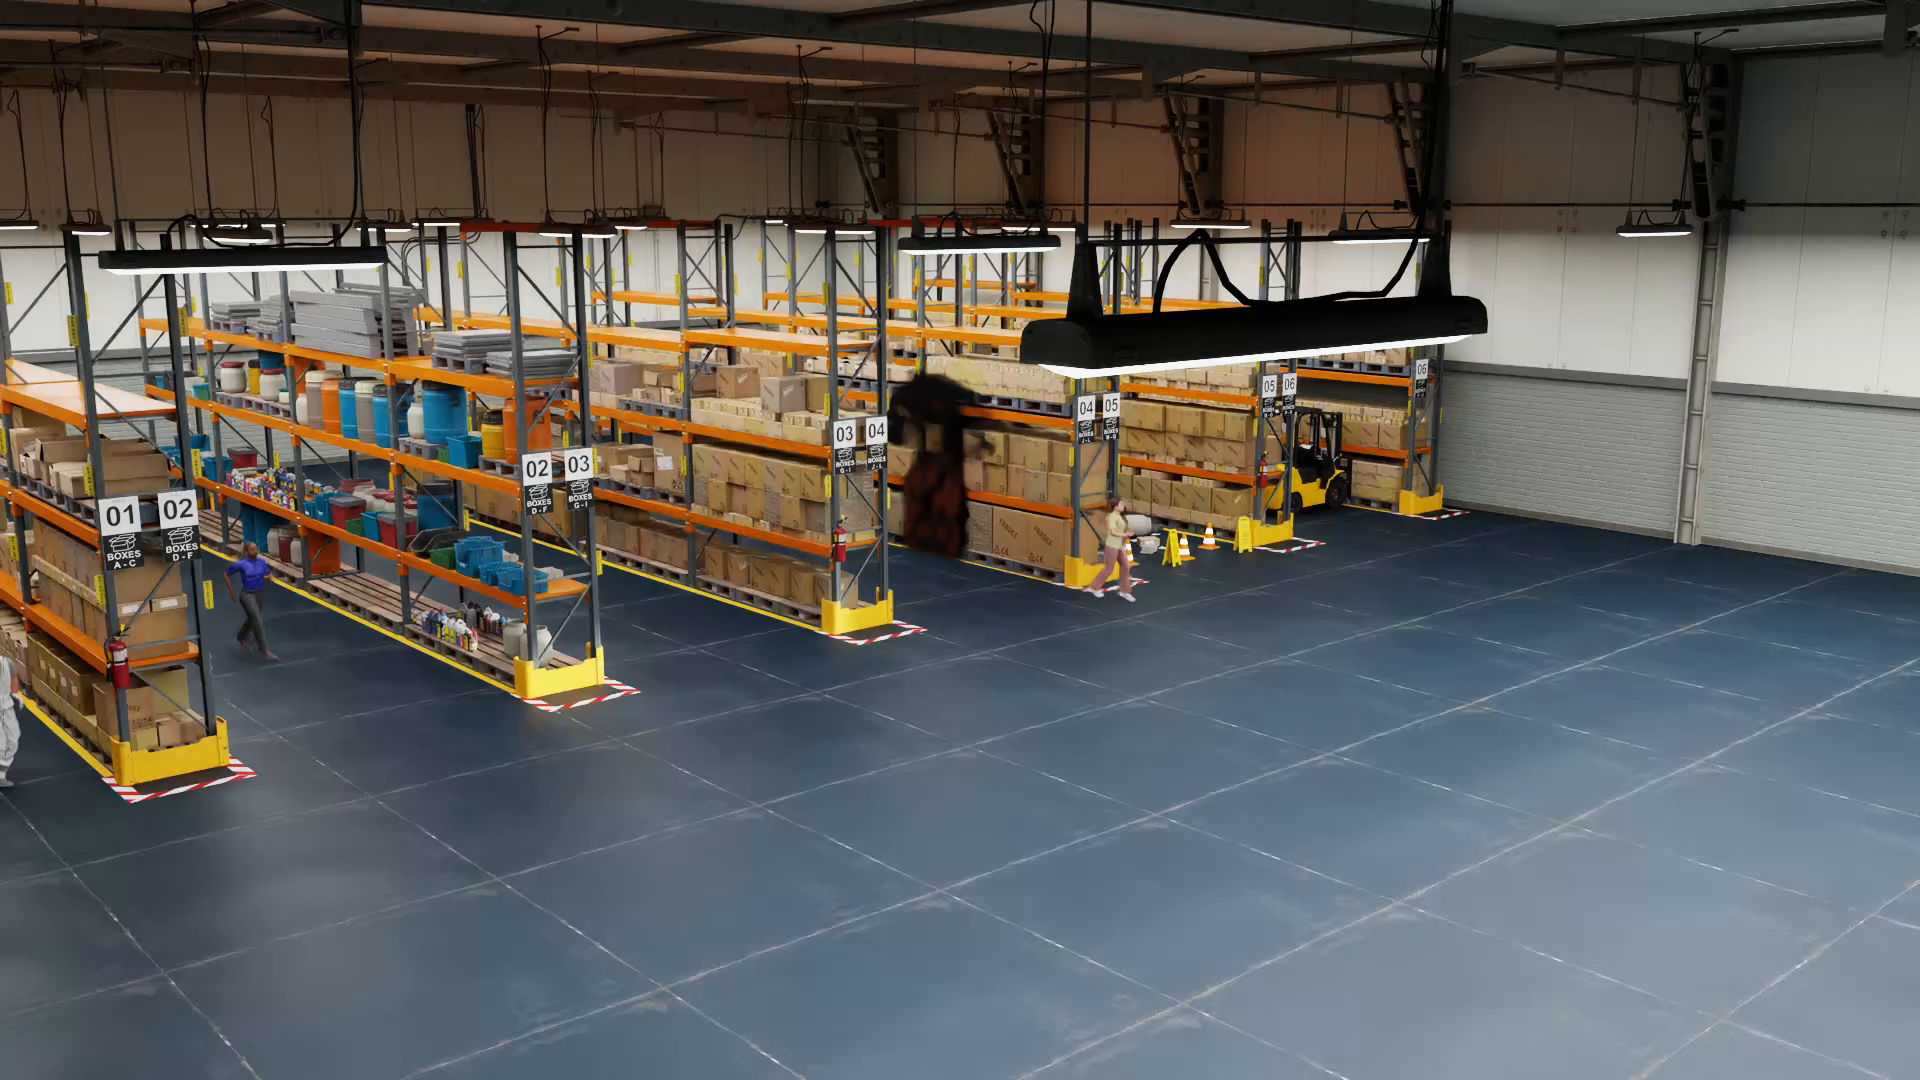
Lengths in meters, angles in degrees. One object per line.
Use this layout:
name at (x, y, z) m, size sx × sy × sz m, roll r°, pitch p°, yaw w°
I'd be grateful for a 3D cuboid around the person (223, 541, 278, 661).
person at (-10.001, 0.834, 23.473) m, size 0.900 × 1.676 × 0.559 m, roll 6°, pitch 13°, yaw 26°

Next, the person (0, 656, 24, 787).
person at (-10.676, 1.869, 18.331) m, size 0.614 × 1.722 × 0.671 m, roll 7°, pitch 13°, yaw 30°

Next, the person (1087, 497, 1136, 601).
person at (2.469, 0.150, 26.909) m, size 0.790 × 1.721 × 0.590 m, roll 3°, pitch 12°, yaw 16°
